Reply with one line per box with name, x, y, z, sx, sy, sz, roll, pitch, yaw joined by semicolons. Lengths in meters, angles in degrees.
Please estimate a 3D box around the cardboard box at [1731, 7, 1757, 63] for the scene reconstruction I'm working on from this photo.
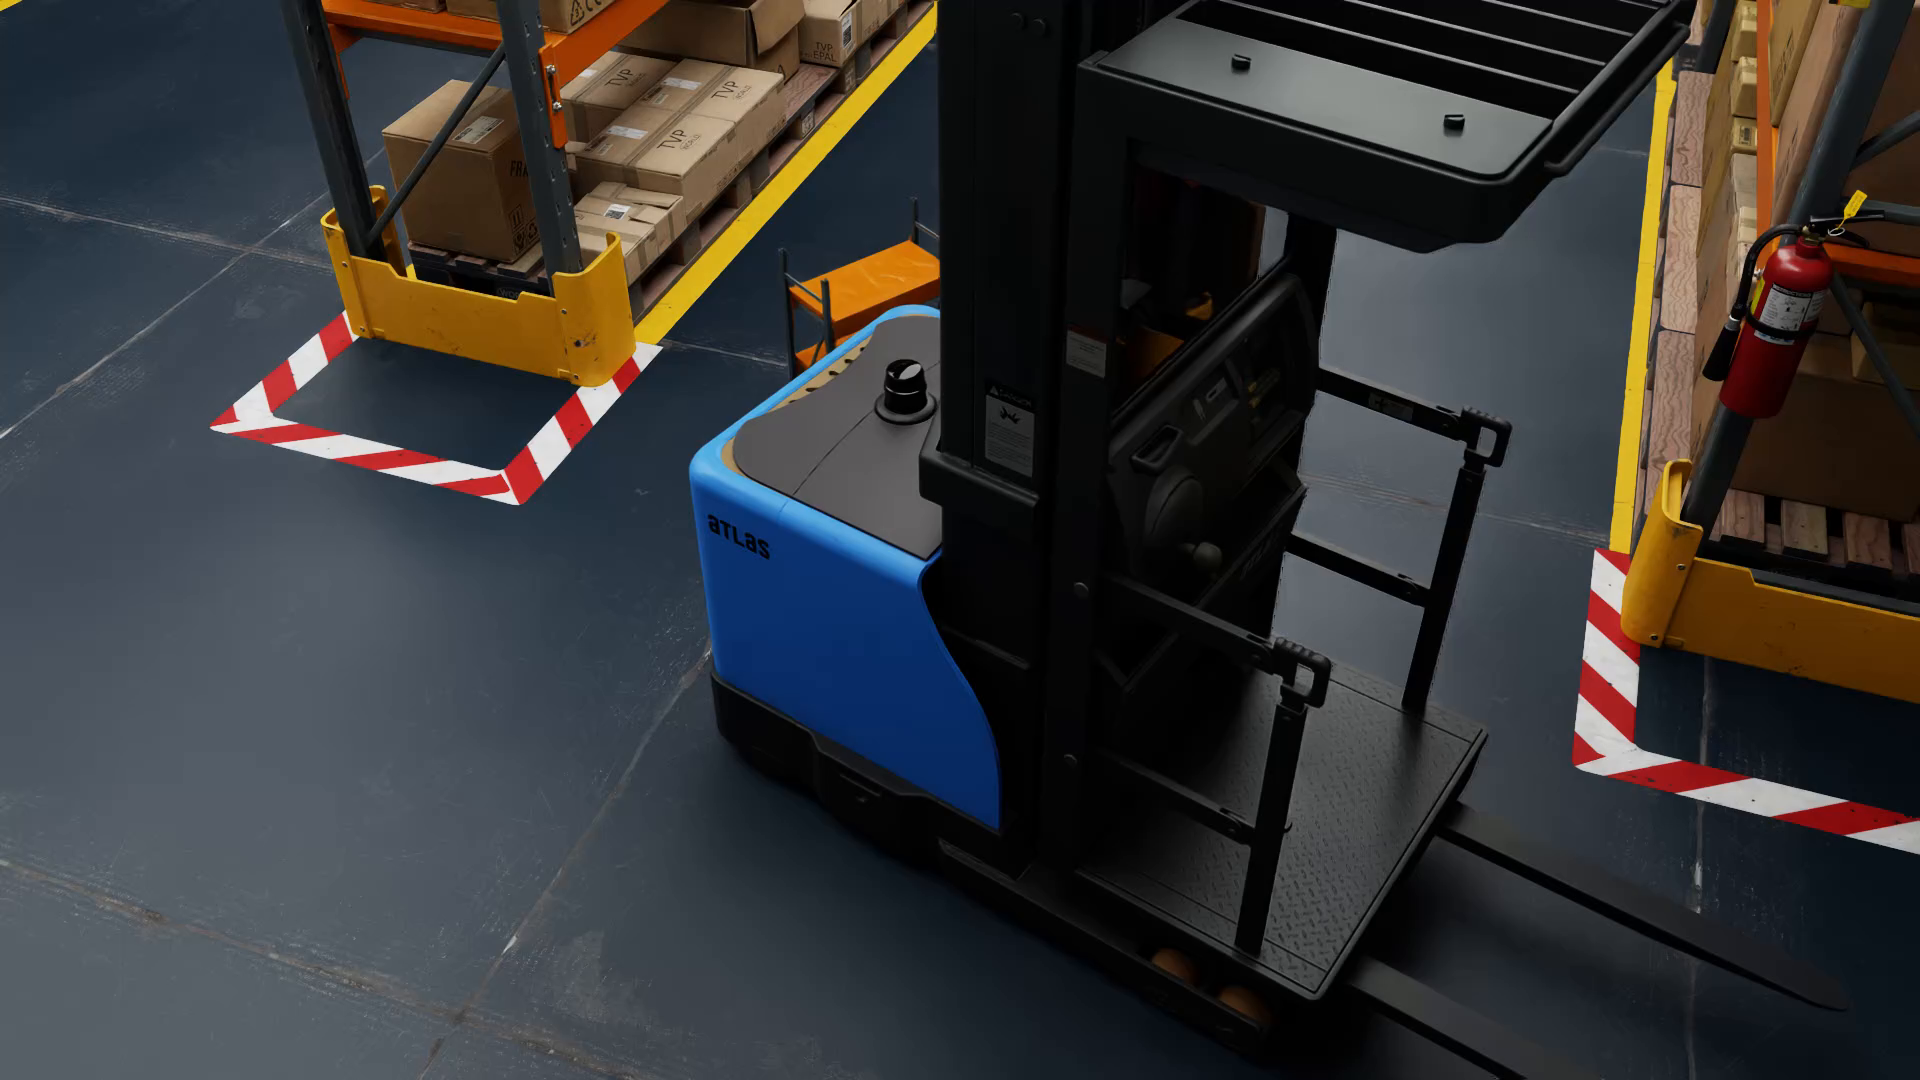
cardboard box;3.475;-2.104;7.008;0.380;0.149;0.250;15;43;17

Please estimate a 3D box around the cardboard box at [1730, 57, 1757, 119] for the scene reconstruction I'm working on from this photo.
cardboard box;3.297;-1.786;6.635;0.380;0.149;0.250;12;42;14

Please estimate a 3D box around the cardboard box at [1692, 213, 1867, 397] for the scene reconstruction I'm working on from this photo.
cardboard box;3.064;-0.774;5.949;0.700;0.500;0.500;13;42;15

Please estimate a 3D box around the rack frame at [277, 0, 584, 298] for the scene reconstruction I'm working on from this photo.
rack frame;-1.908;-1.908;5.675;1.000;3.000;0.127;13;42;15

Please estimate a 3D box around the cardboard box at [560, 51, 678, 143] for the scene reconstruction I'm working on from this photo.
cardboard box;-1.601;-1.989;7.549;0.500;0.250;0.500;13;42;15

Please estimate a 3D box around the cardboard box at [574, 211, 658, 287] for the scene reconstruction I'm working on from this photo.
cardboard box;-1.442;-1.170;6.668;0.380;0.149;0.250;13;42;15

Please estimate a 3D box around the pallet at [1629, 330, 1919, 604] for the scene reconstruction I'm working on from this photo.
pallet;2.948;-0.255;5.887;1.003;0.211;1.213;13;42;15

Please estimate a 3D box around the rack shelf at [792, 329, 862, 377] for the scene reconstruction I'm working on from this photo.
rack shelf;-0.262;-0.560;5.239;0.480;0.148;0.258;-27;47;-28

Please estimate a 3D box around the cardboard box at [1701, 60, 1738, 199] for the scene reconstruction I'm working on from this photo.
cardboard box;3.589;-1.720;7.058;0.700;0.500;0.500;13;42;15

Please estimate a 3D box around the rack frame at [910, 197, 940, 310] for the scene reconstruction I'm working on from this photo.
rack frame;-0.070;-0.539;5.455;0.015;1.200;0.240;-27;47;-28

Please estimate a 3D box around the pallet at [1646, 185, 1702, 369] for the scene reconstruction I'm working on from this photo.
pallet;3.367;-0.997;6.756;1.003;0.211;1.213;13;42;15

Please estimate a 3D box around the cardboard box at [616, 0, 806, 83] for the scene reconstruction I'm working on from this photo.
cardboard box;-1.178;-2.418;7.858;0.797;0.503;0.637;13;42;15

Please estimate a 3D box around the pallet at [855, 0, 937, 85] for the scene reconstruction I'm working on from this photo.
pallet;-0.776;-2.868;8.949;1.003;0.211;1.213;13;42;15

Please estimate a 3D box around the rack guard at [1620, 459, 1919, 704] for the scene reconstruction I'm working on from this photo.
rack guard;2.740;0.155;5.184;1.175;0.500;0.348;13;42;15

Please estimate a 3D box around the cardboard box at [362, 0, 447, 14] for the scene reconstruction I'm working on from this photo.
cardboard box;-2.011;-2.280;6.034;0.500;0.500;0.500;15;43;16

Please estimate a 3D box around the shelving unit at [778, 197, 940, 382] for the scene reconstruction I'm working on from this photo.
shelving unit;-0.261;-0.440;5.339;0.503;1.200;0.258;-27;47;-28

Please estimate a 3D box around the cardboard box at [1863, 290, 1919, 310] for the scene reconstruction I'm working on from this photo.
cardboard box;3.211;-0.904;5.601;0.380;0.149;0.250;13;42;15

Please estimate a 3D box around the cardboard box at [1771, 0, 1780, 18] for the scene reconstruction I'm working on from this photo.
cardboard box;3.421;-2.148;5.725;0.980;0.700;0.700;11;42;13

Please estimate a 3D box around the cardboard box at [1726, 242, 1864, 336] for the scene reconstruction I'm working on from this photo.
cardboard box;2.766;-0.834;5.520;0.380;0.149;0.250;13;42;15

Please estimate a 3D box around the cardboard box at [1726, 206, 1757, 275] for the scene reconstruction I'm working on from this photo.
cardboard box;2.853;-0.991;5.702;0.380;0.149;0.250;14;43;16

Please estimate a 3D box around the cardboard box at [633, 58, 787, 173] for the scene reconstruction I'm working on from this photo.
cardboard box;-1.114;-1.908;7.455;0.500;0.250;0.500;13;42;15

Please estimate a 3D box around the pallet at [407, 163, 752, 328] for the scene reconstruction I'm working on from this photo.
pallet;-1.611;-1.380;7.205;1.003;0.211;1.213;13;42;15

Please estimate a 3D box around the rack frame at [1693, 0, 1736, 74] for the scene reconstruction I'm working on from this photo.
rack frame;4.116;-3.251;7.249;1.000;3.000;0.127;13;42;15

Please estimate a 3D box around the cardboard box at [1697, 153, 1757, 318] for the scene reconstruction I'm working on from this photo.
cardboard box;3.236;-1.081;6.308;0.700;0.500;0.500;12;42;14

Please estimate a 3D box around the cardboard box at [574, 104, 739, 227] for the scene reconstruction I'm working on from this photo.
cardboard box;-1.285;-1.603;7.097;0.500;0.250;0.500;13;42;15

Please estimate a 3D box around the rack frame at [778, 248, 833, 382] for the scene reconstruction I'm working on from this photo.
rack frame;-0.452;-0.341;5.223;0.015;1.200;0.240;-27;47;-28

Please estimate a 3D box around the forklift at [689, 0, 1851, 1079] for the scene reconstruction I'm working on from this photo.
forklift;0.766;-0.215;3.744;3.031;2.935;1.130;25;46;26

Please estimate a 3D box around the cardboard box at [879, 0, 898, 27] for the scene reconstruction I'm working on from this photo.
cardboard box;-0.541;-2.778;8.553;0.380;0.149;0.250;13;42;15

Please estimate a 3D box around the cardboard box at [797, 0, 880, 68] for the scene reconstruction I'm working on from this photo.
cardboard box;-0.725;-2.624;8.248;0.500;0.311;0.500;13;42;15

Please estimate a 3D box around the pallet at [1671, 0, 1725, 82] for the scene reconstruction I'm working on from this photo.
pallet;4.309;-2.677;8.725;1.003;0.211;1.213;13;42;15

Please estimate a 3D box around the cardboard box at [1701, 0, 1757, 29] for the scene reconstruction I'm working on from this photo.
cardboard box;4.216;-3.018;8.309;0.750;0.750;0.750;14;42;16

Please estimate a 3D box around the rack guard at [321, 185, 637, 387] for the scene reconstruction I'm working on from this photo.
rack guard;-1.882;-1.004;6.541;1.175;0.500;0.348;13;42;15

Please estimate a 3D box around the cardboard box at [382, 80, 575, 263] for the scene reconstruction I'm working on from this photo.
cardboard box;-1.954;-1.511;6.797;0.500;0.500;0.500;13;42;15

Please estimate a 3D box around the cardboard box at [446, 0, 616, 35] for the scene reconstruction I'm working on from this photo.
cardboard box;-1.509;-2.158;5.892;0.500;0.500;0.500;14;42;16

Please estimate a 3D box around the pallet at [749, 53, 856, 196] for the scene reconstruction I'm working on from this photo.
pallet;-1.192;-2.122;8.074;1.003;0.211;1.213;13;42;15

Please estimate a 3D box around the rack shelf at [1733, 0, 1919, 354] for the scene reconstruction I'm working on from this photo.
rack shelf;3.432;-1.757;6.053;1.077;0.370;4.000;13;42;15

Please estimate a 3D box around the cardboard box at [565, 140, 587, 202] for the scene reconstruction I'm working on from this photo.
cardboard box;-1.731;-1.611;7.171;0.380;0.166;0.250;13;42;15

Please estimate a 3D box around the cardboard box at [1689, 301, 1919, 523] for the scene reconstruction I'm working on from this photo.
cardboard box;2.893;-0.469;5.591;0.700;0.500;0.500;13;42;15

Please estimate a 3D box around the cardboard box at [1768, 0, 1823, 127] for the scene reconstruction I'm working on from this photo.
cardboard box;3.151;-1.685;5.182;0.980;0.700;0.700;13;42;15

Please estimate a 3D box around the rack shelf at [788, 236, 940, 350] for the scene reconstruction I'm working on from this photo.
rack shelf;-0.264;-0.741;5.087;0.480;0.148;0.258;-27;47;-28

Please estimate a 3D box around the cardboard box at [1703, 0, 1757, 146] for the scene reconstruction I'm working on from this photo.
cardboard box;3.764;-2.026;7.416;0.700;0.500;0.500;14;42;16

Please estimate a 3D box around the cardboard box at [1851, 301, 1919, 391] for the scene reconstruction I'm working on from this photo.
cardboard box;3.038;-0.595;5.239;0.380;0.149;0.250;14;42;15

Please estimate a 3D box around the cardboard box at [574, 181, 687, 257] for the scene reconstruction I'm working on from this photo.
cardboard box;-1.357;-1.329;6.841;0.380;0.166;0.250;13;42;15

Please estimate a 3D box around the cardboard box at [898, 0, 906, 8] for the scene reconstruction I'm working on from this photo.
cardboard box;-0.469;-3.154;8.722;0.500;0.500;0.500;13;42;15

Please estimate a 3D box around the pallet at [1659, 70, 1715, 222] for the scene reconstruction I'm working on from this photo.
pallet;3.782;-1.743;7.631;1.003;0.211;1.213;13;42;15

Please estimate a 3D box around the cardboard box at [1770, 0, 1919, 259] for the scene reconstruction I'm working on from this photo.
cardboard box;2.913;-1.238;4.659;0.980;0.700;0.700;15;43;17

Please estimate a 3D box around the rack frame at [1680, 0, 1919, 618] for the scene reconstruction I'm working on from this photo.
rack frame;2.748;-0.811;4.389;1.000;3.000;0.127;13;42;15

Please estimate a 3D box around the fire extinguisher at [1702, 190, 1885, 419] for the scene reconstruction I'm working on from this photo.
fire extinguisher;2.263;-0.650;4.548;0.296;0.674;0.183;13;42;15

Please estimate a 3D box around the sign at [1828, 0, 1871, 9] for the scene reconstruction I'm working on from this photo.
sign;2.243;-1.470;4.088;0.100;0.325;0.005;13;42;15

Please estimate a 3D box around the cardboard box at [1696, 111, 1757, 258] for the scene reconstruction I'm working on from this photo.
cardboard box;3.411;-1.408;6.691;0.700;0.500;0.500;14;42;16

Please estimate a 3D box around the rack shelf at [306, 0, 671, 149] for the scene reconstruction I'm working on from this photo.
rack shelf;-1.225;-2.854;7.339;1.077;0.370;4.000;13;42;15
